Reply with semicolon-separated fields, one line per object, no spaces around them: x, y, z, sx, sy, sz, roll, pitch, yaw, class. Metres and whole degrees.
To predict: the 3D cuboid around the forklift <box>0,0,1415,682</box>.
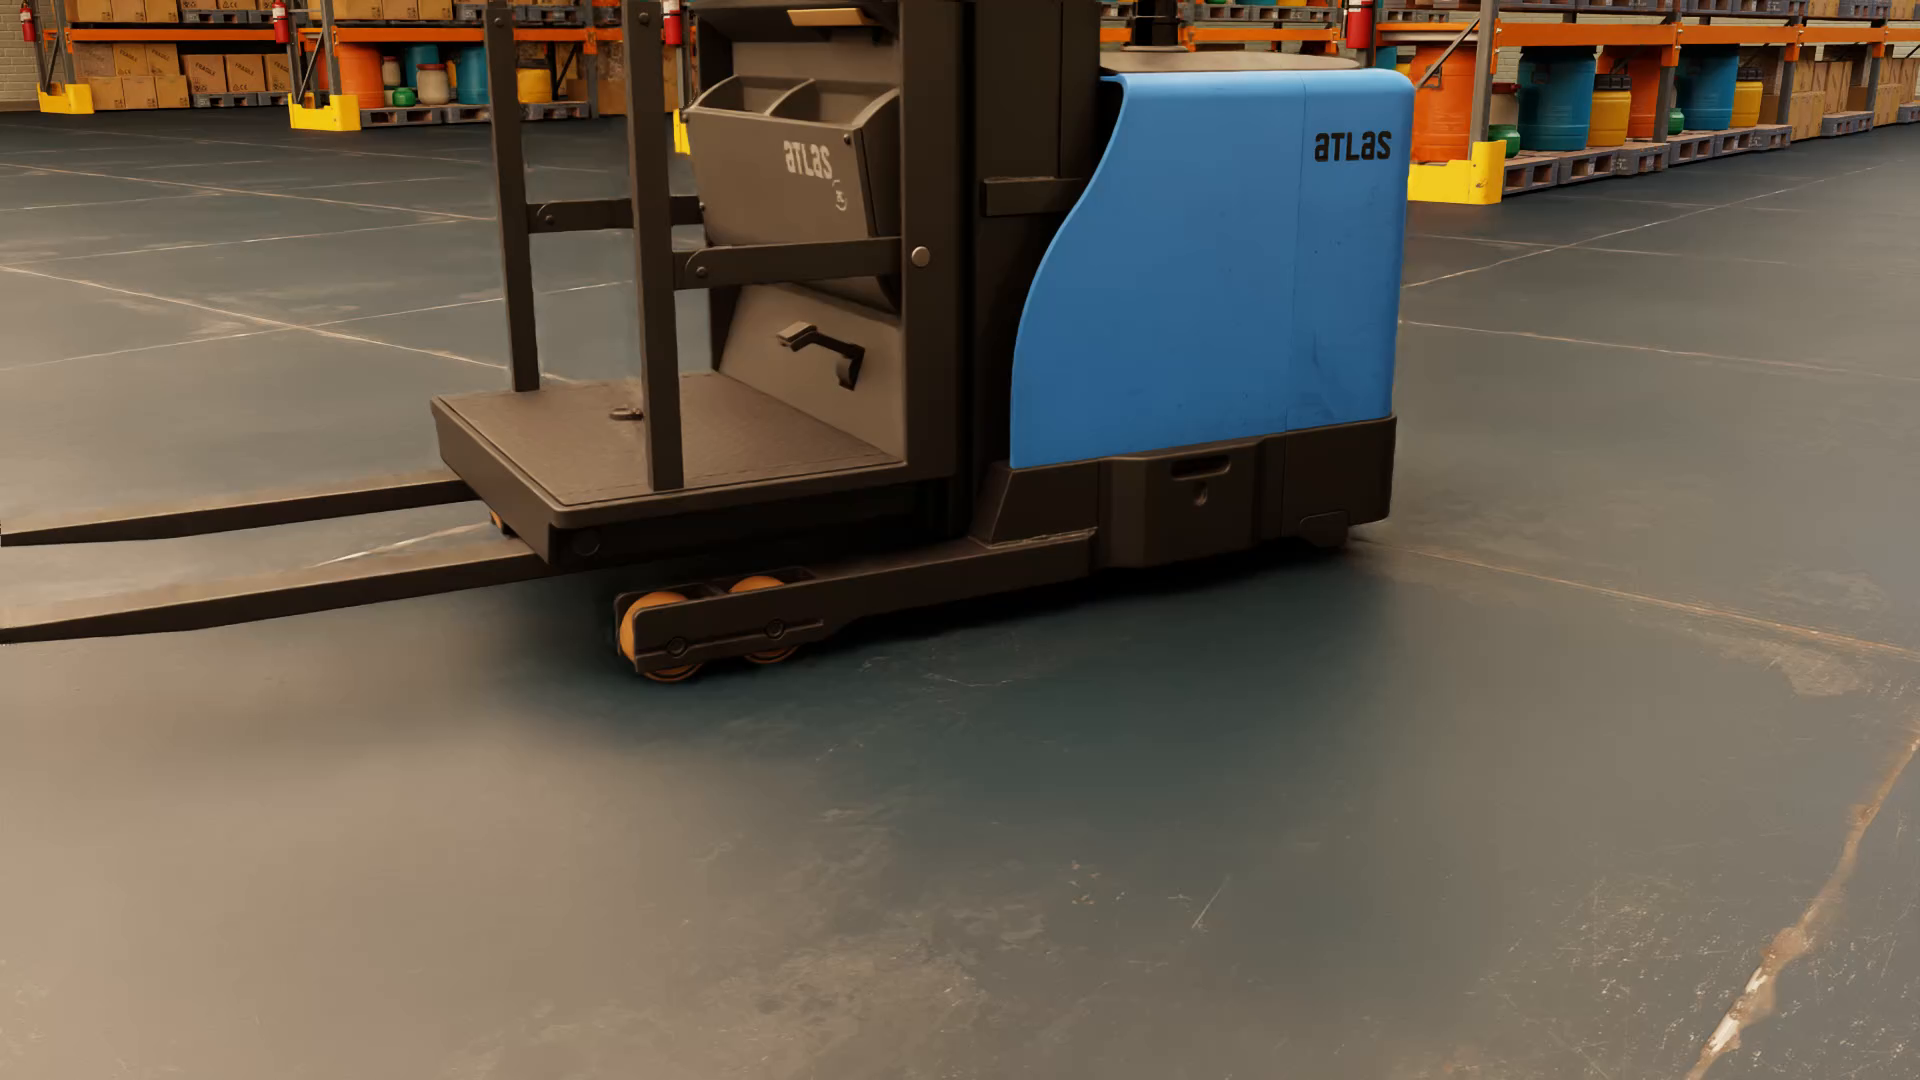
-0.535;-1.314;3.225;3.031;2.935;1.130;-9;19;-27;forklift
